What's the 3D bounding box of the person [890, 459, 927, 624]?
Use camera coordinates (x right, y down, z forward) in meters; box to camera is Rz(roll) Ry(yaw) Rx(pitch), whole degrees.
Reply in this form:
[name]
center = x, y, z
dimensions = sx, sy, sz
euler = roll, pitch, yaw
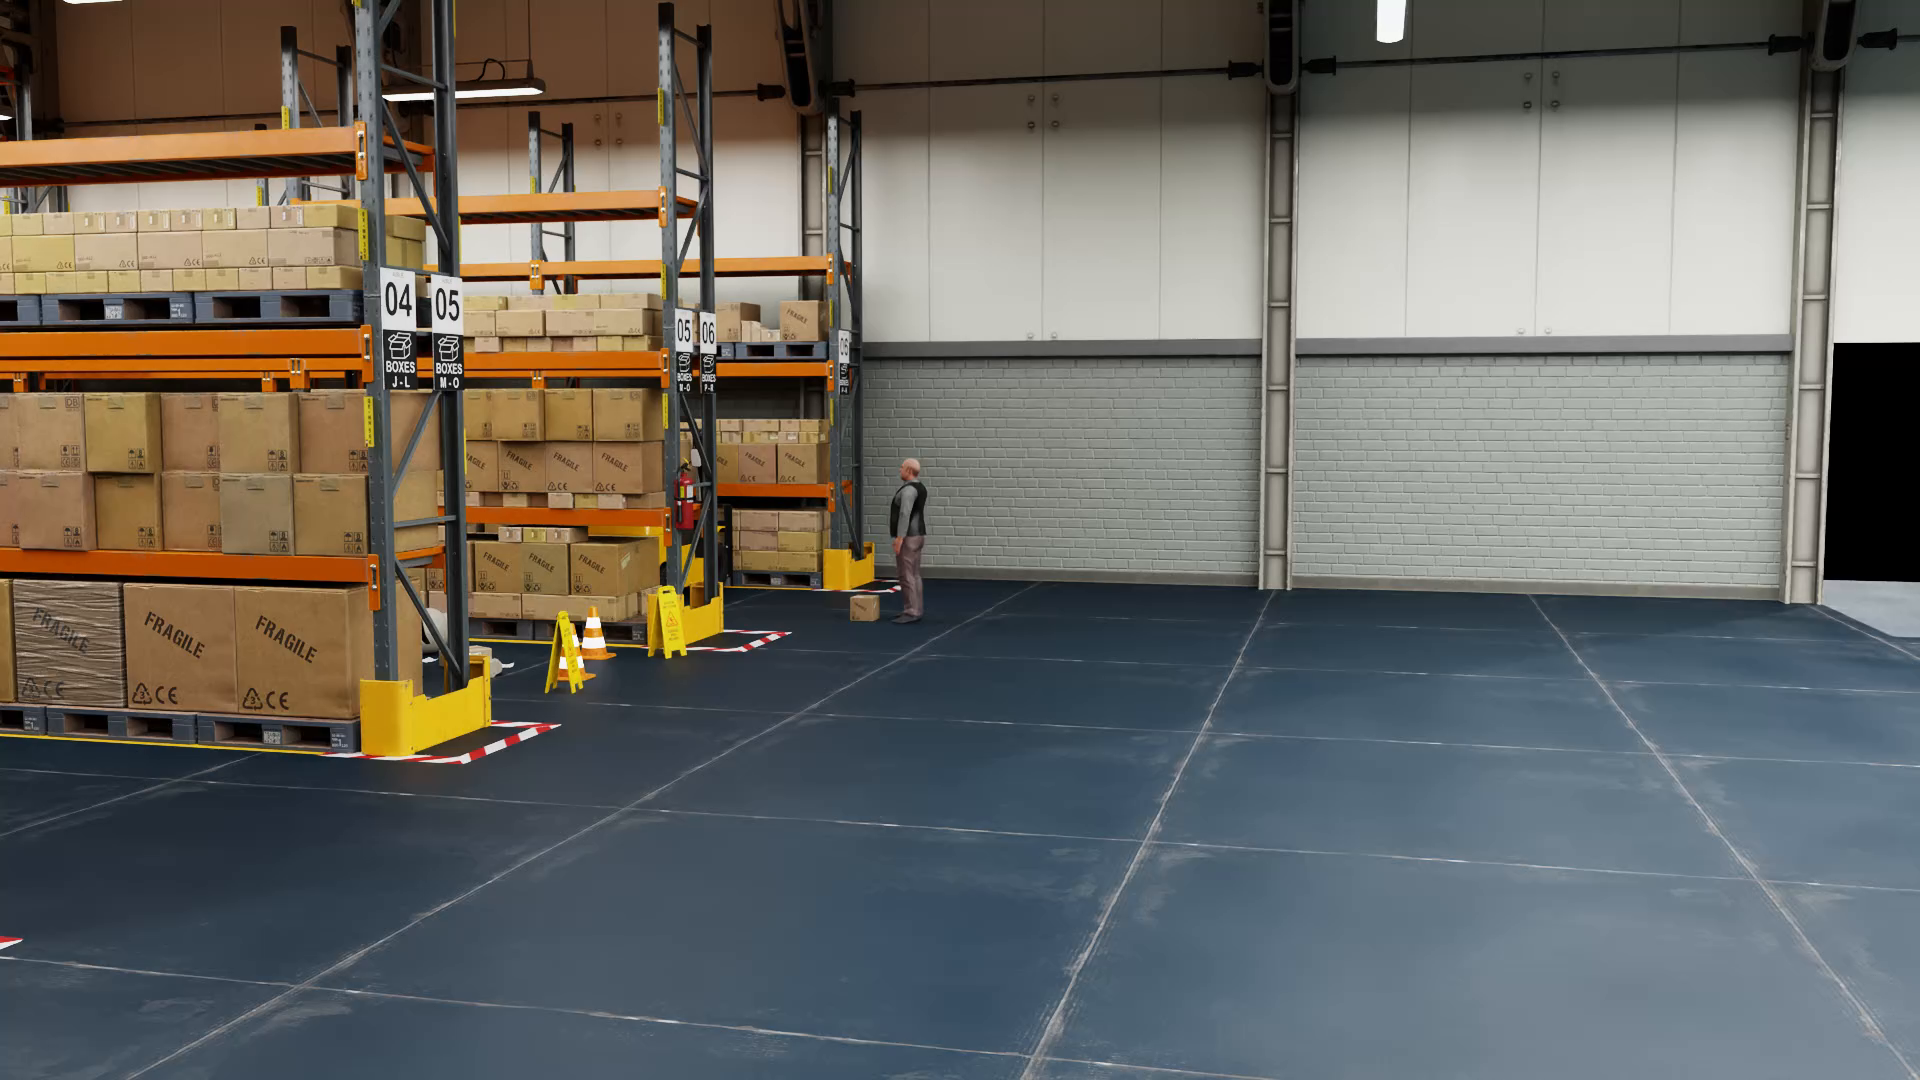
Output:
[person]
center = -0.553, 0.011, 17.594
dimensions = 0.355, 1.743, 0.539
euler = 1, 5, 15
